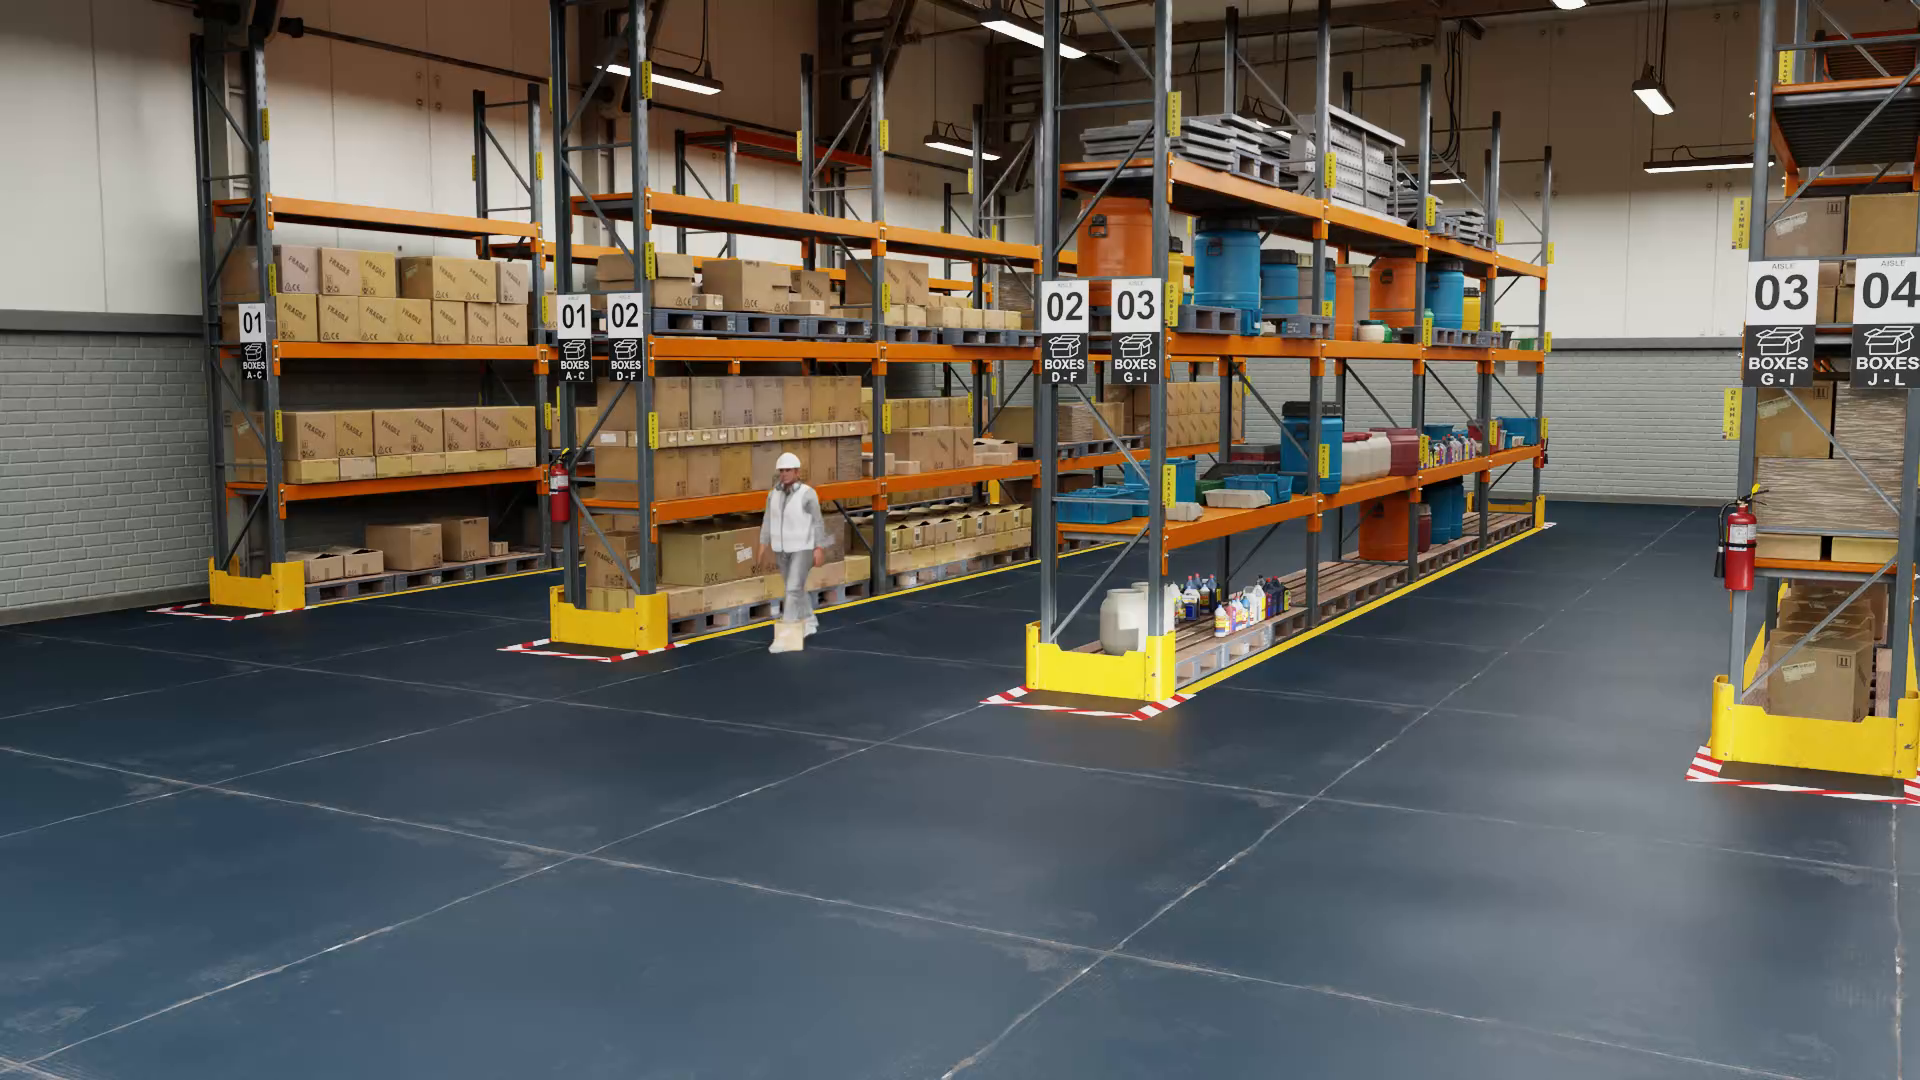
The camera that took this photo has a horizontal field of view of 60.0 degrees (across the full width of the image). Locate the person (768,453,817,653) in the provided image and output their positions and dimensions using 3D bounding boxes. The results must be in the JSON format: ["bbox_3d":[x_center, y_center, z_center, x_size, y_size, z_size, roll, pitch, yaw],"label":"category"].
[{"bbox_3d":[-1.556,0.086,15.179,0.445,1.759,0.906,4,7,31],"label":"person"}]
